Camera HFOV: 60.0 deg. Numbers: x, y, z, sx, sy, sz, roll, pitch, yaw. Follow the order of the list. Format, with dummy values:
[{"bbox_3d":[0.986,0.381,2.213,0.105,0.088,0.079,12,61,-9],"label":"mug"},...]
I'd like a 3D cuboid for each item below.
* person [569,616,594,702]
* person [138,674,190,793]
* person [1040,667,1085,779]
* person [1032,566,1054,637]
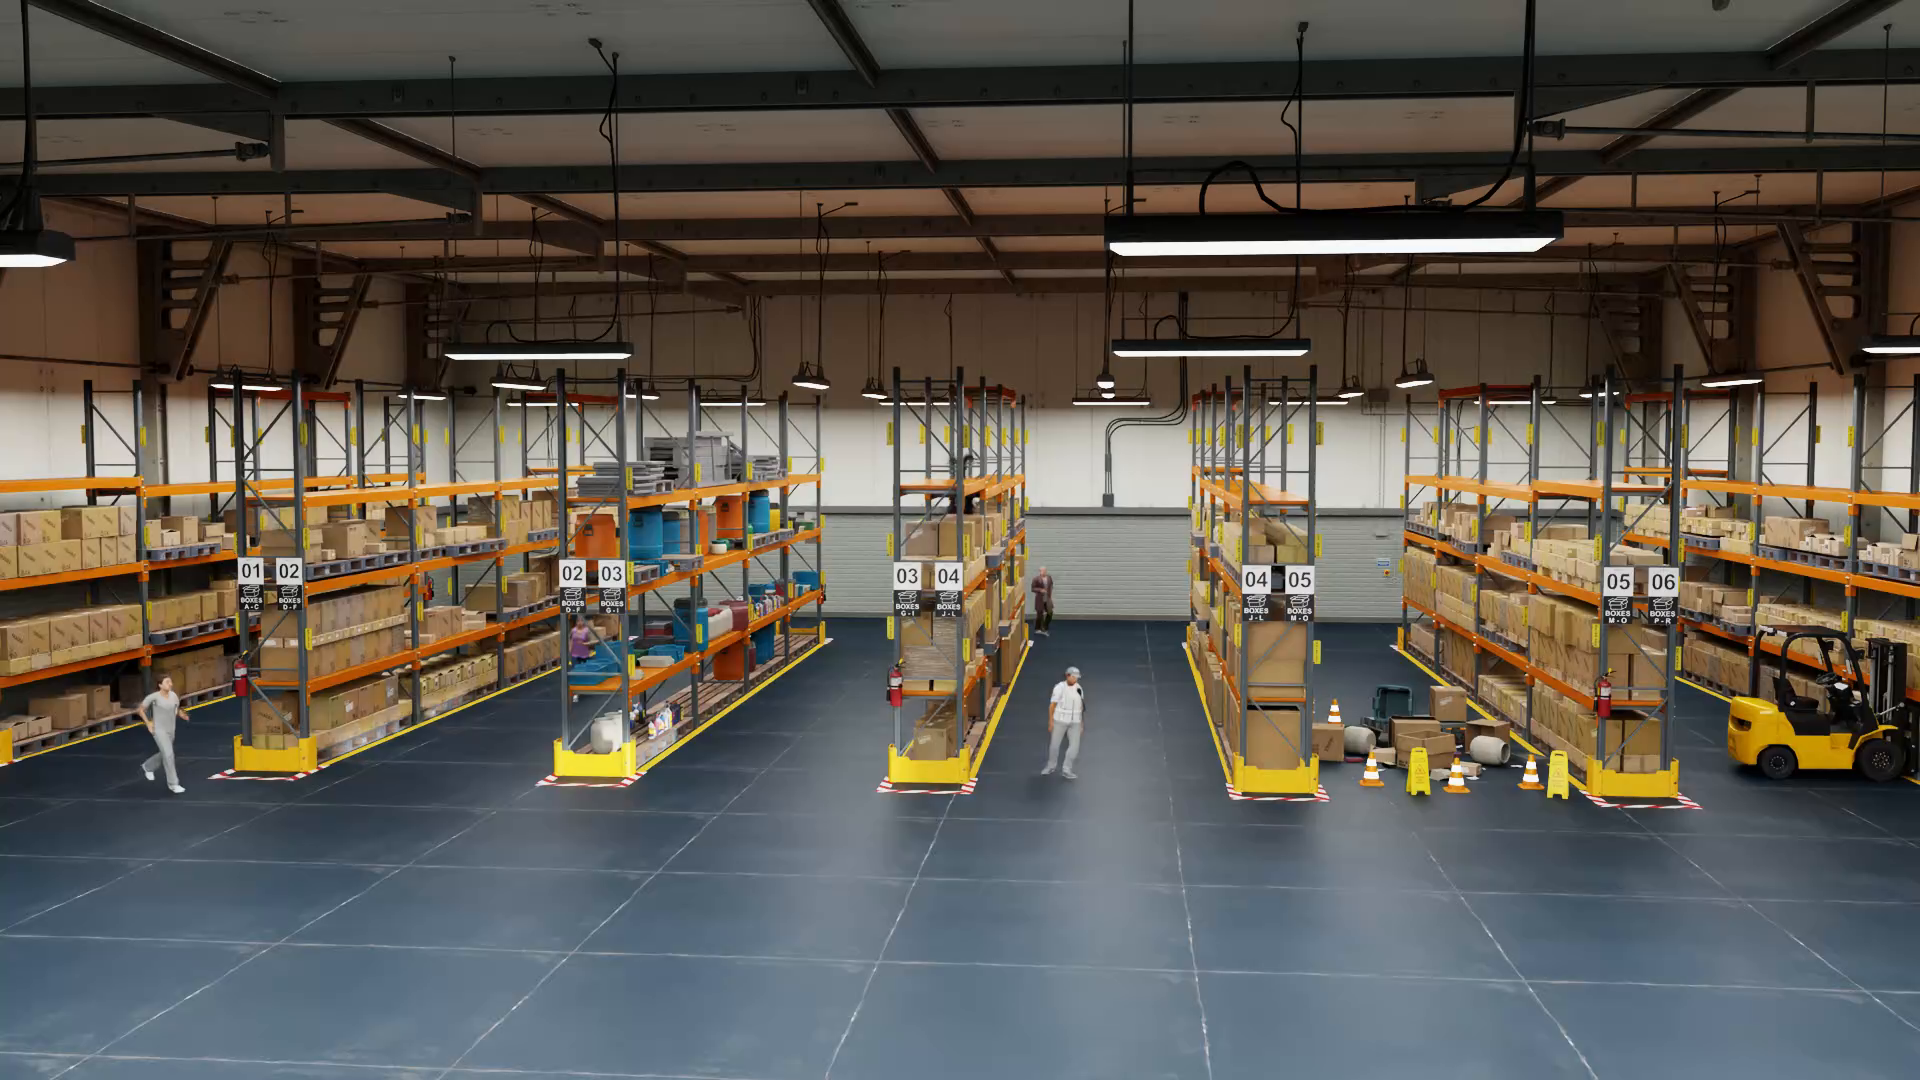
[{"bbox_3d":[-7.203,2.270,31.537,0.551,1.496,0.887,0,4,-3],"label":"person"},{"bbox_3d":[-11.329,2.715,23.549,0.934,1.665,0.547,2,4,26],"label":"person"},{"bbox_3d":[1.506,2.669,24.364,0.613,1.645,0.504,-1,4,-20],"label":"person"},{"bbox_3d":[2.097,1.544,41.638,0.664,1.806,0.831,-1,4,-21],"label":"person"}]
